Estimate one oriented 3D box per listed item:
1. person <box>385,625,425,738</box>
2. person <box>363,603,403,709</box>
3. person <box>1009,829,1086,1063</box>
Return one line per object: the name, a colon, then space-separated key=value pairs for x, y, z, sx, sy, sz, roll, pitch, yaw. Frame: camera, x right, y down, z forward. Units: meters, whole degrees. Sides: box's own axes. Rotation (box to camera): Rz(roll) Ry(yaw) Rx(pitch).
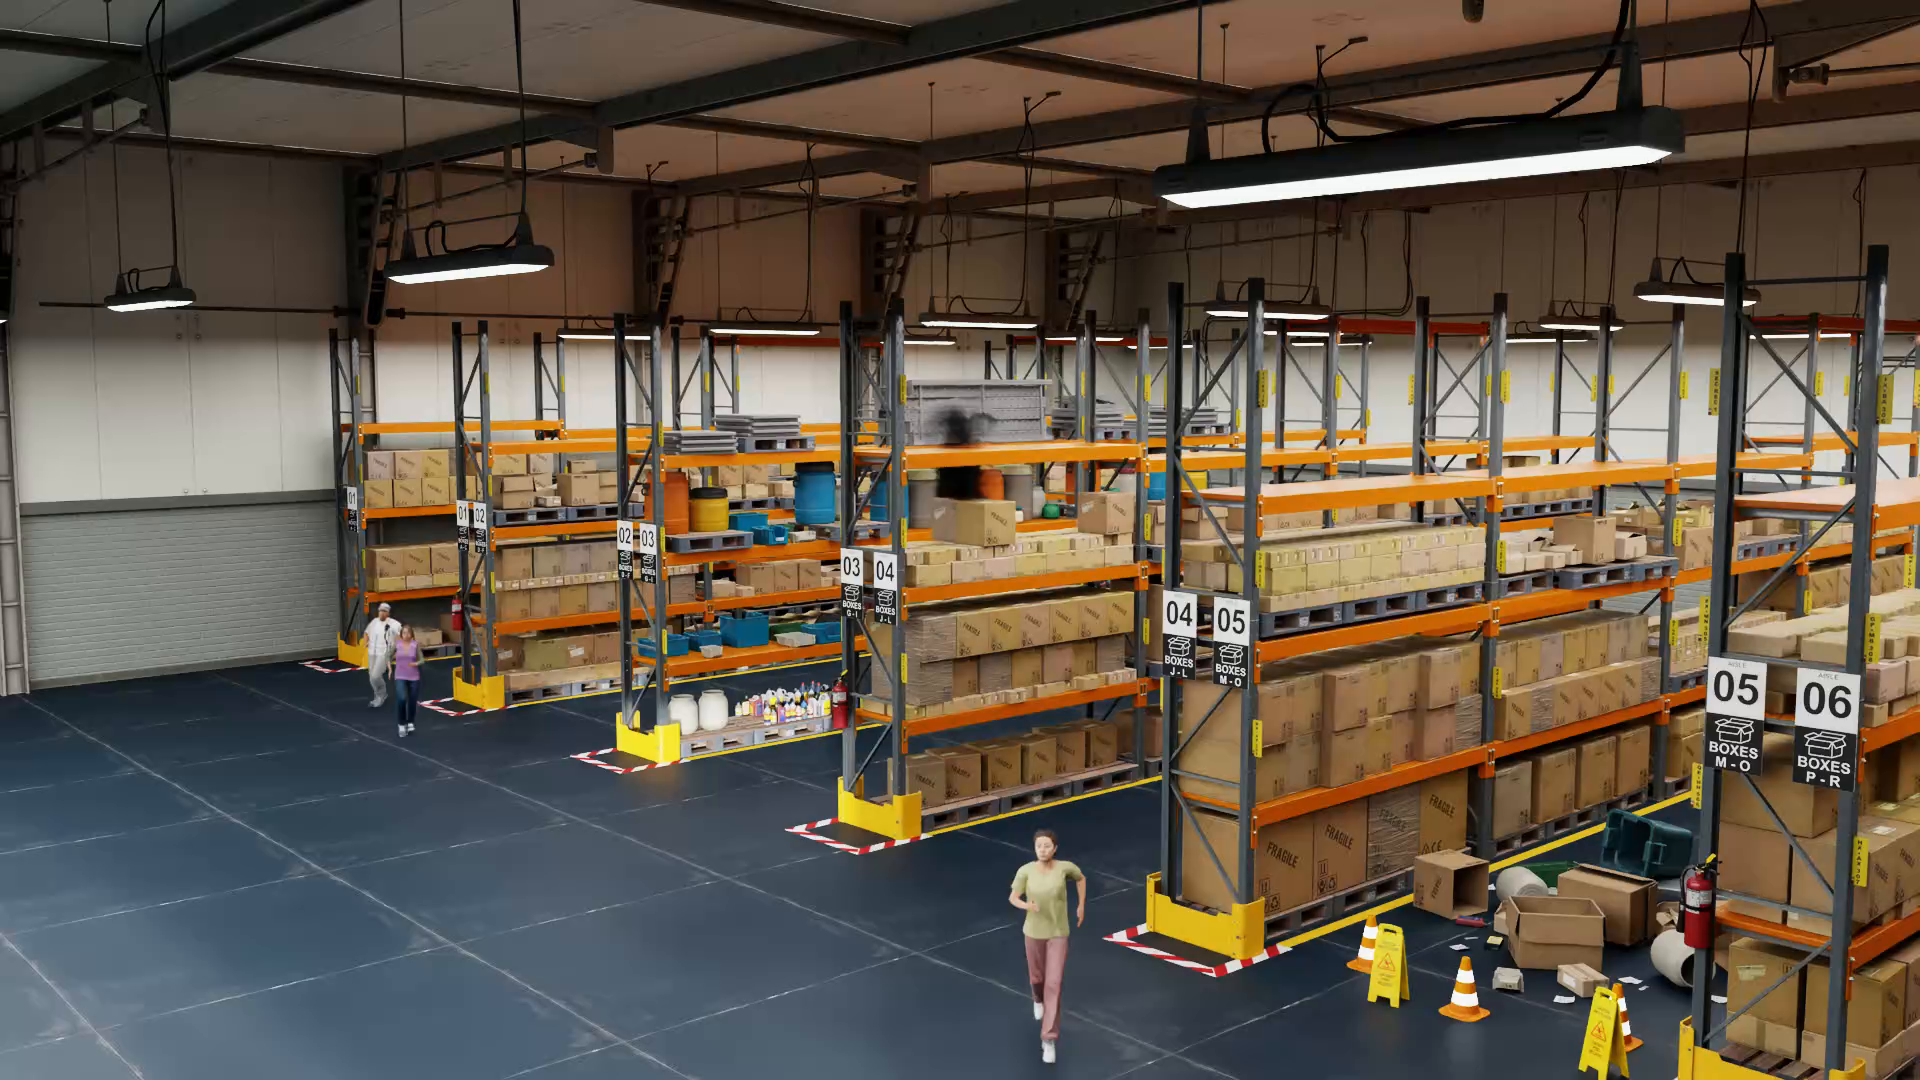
person: x=-7.927 y=2.018 z=23.812 sx=0.510 sy=1.607 sz=0.676 roll=-3 pitch=6 yaw=-24
person: x=-8.994 y=1.801 z=25.885 sx=0.676 sy=1.650 sz=0.604 roll=2 pitch=6 yaw=15
person: x=0.660 y=3.042 z=12.809 sx=0.582 sy=1.621 sz=1.066 roll=1 pitch=6 yaw=8
